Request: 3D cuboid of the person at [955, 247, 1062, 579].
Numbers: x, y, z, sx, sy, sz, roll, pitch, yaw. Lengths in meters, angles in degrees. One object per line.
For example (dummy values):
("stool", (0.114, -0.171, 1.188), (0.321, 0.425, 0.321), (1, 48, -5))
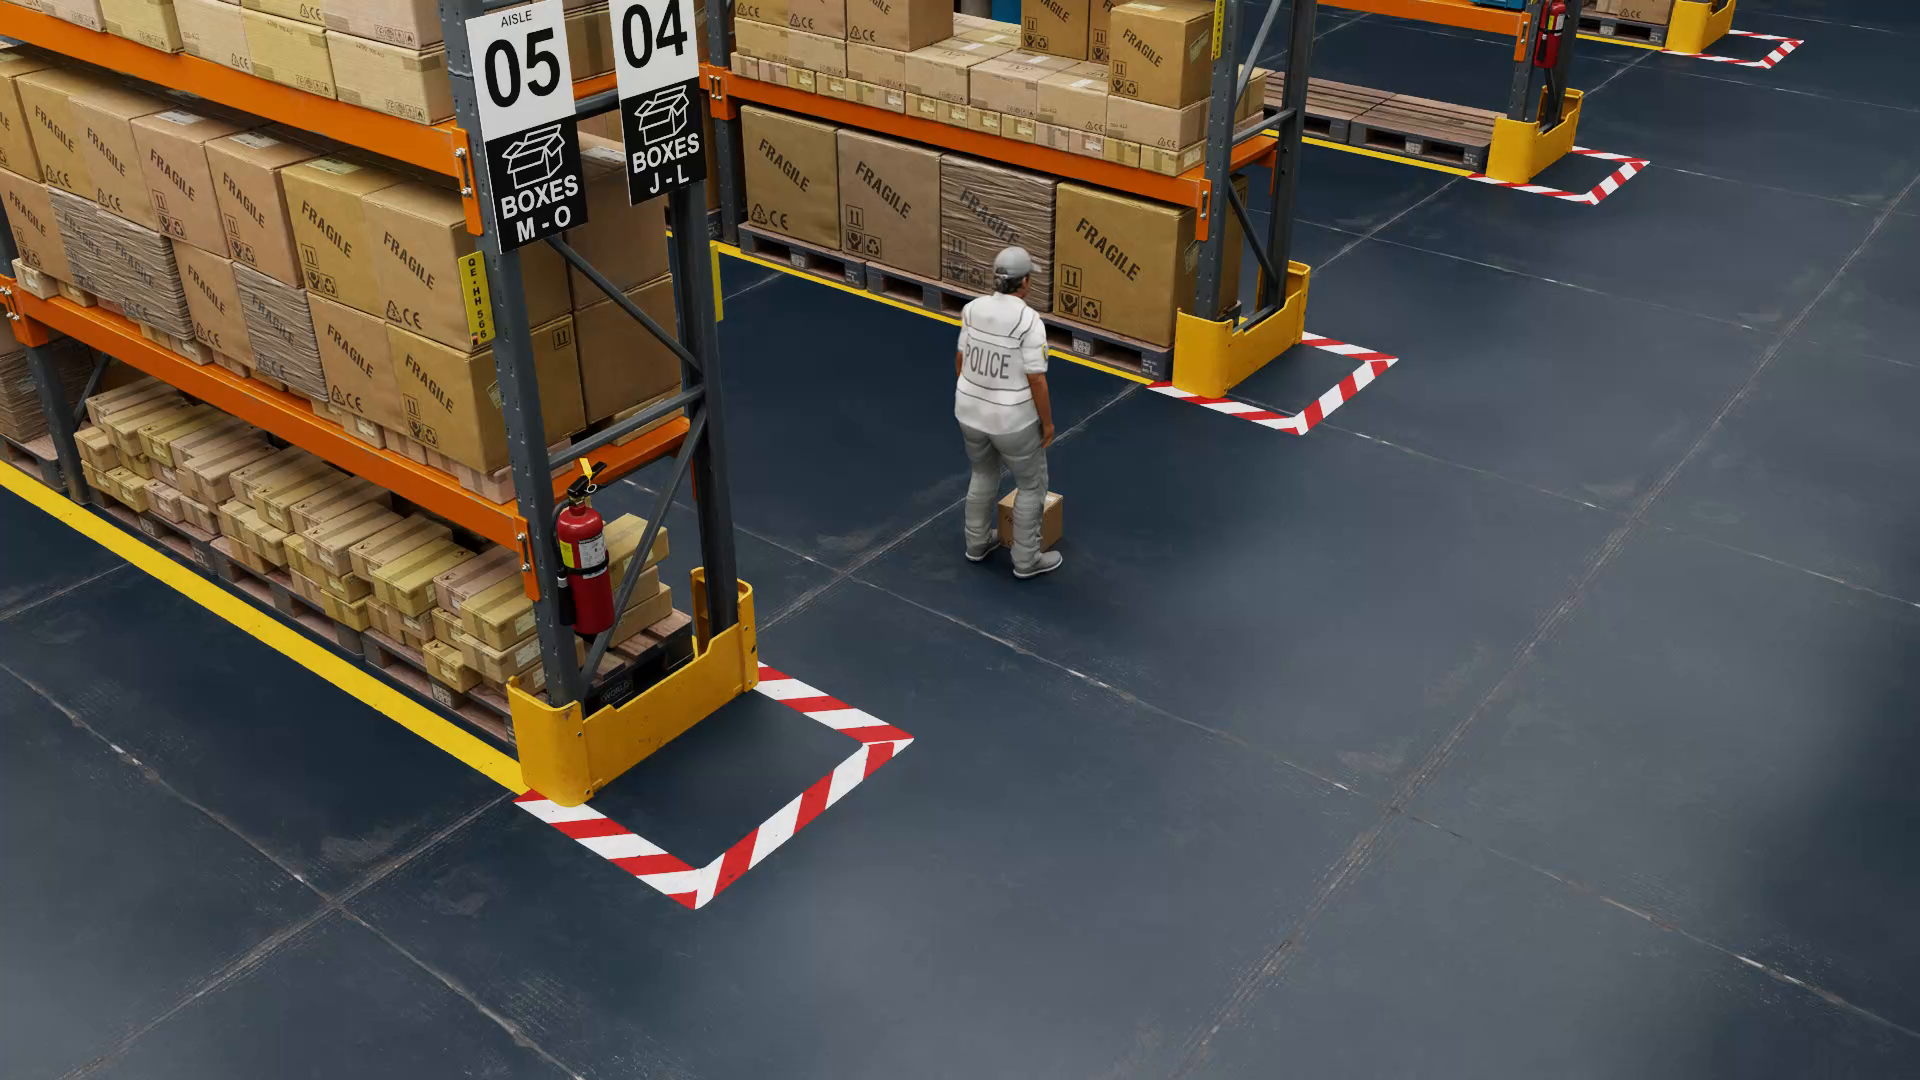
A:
("person", (0.238, -0.618, 8.152), (0.542, 1.666, 0.470), (21, 37, 31))
